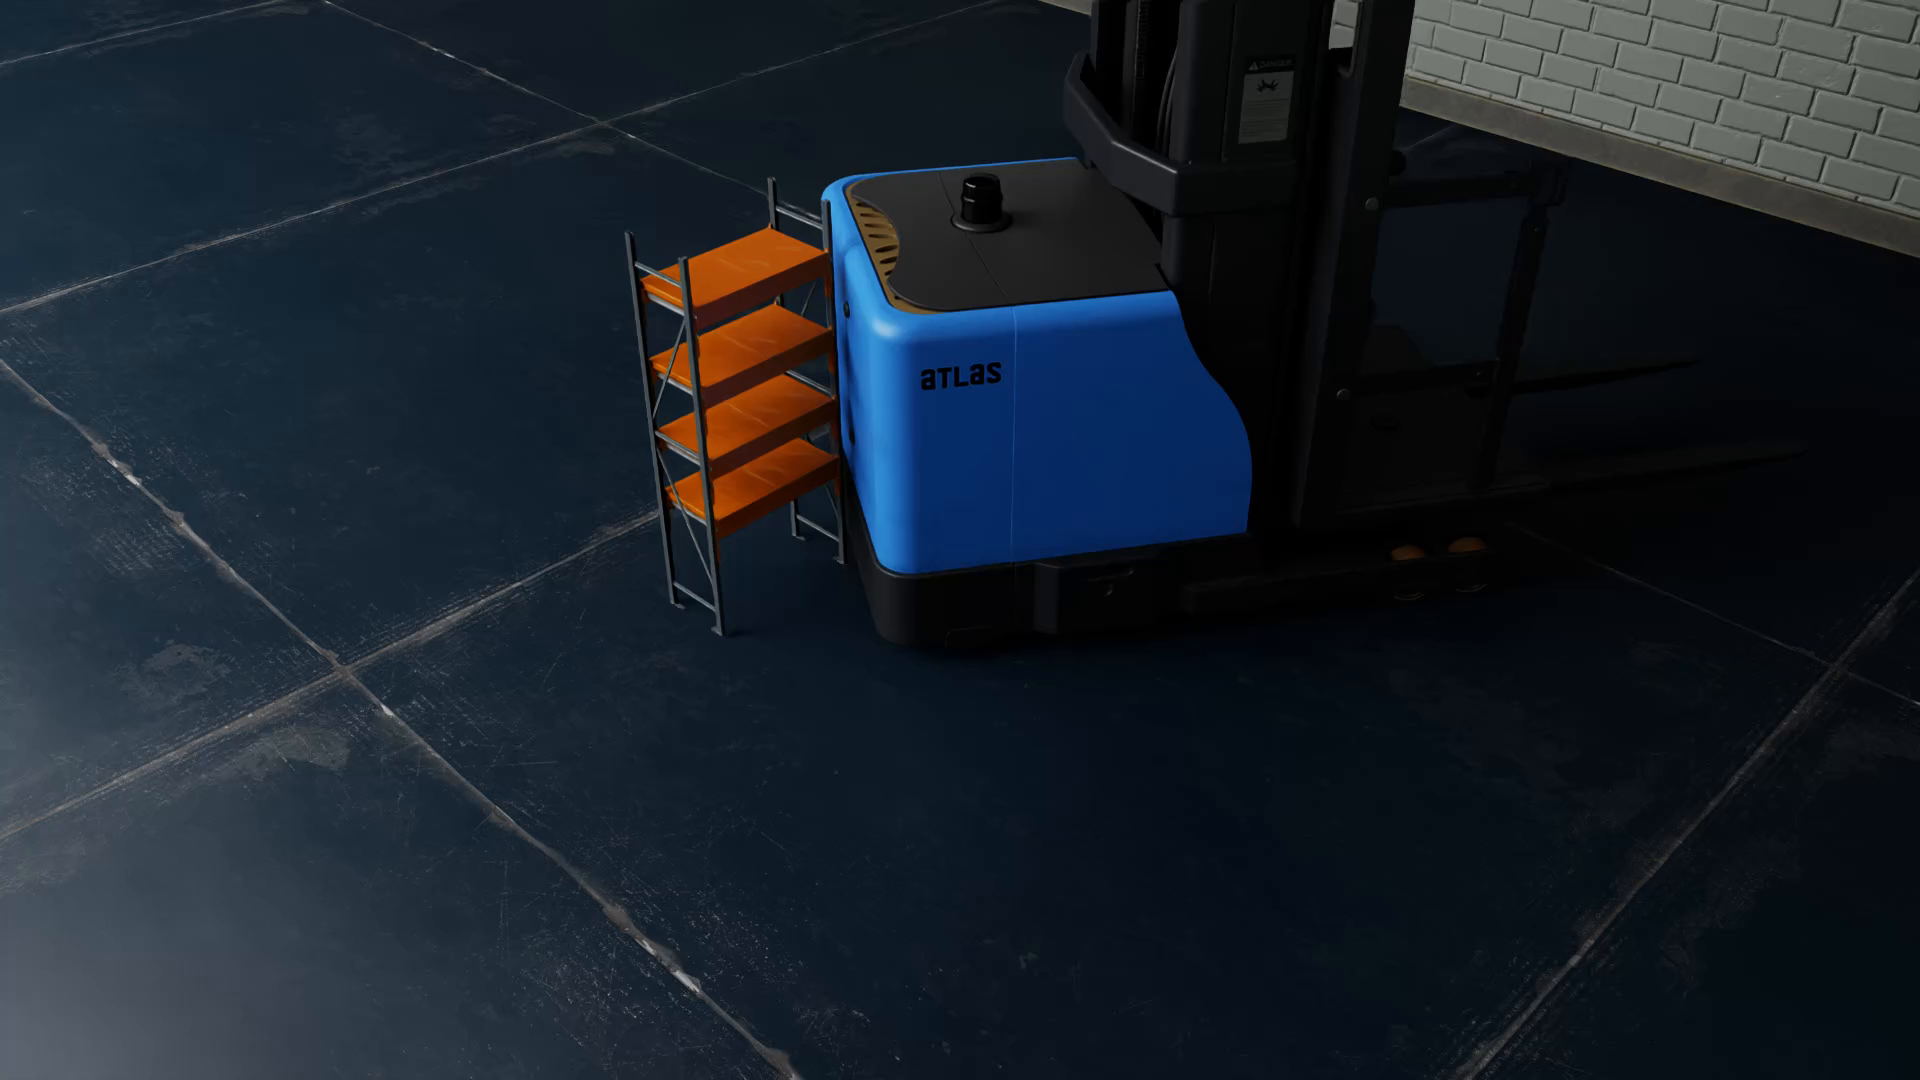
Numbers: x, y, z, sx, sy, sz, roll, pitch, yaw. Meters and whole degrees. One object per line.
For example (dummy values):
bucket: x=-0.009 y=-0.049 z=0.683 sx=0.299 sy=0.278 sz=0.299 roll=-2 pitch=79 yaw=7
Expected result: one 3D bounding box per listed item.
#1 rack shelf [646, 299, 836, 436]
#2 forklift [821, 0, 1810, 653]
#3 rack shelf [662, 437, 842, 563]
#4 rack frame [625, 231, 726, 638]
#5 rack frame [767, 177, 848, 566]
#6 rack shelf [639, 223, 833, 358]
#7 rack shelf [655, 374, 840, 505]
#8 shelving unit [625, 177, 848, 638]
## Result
rack shelf: x=-0.606 y=-0.488 z=4.627 sx=0.258 sy=0.148 sz=0.480 roll=28 pitch=44 yaw=34
forklift: x=1.150 y=-1.309 z=4.564 sx=3.031 sy=2.935 sz=1.130 roll=-7 pitch=36 yaw=-10
rack shelf: x=-0.606 y=-0.142 z=4.869 sx=0.258 sy=0.148 sz=0.480 roll=28 pitch=44 yaw=34
rack frame: x=-0.774 y=-0.258 z=4.571 sx=0.240 sy=1.200 sz=0.015 roll=28 pitch=44 yaw=34
rack frame: x=-0.439 y=-0.461 z=4.862 sx=0.240 sy=1.200 sz=0.015 roll=28 pitch=44 yaw=34
rack shelf: x=-0.606 y=-0.682 z=4.492 sx=0.258 sy=0.148 sz=0.480 roll=28 pitch=44 yaw=34
rack shelf: x=-0.606 y=-0.304 z=4.755 sx=0.258 sy=0.148 sz=0.480 roll=28 pitch=44 yaw=34
shelving unit: x=-0.606 y=-0.360 z=4.717 sx=0.258 sy=1.200 sz=0.503 roll=28 pitch=44 yaw=34
